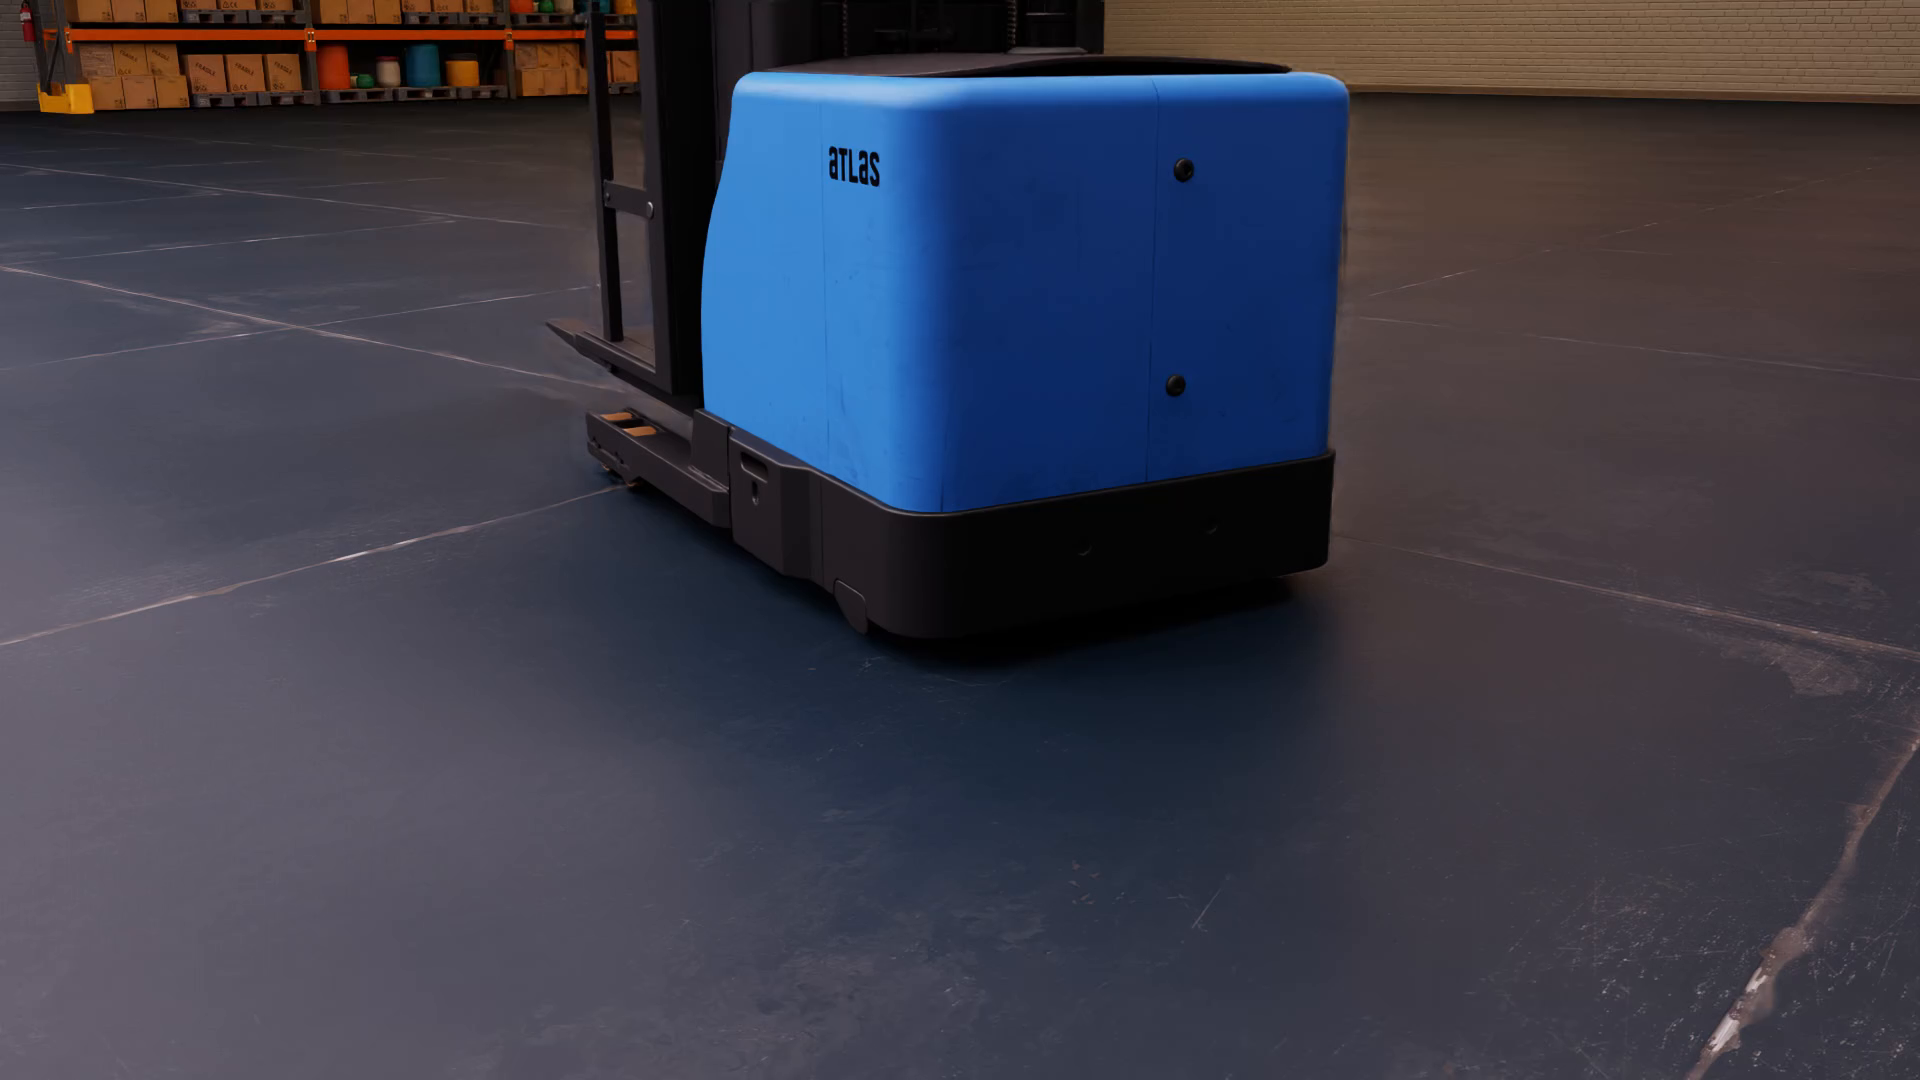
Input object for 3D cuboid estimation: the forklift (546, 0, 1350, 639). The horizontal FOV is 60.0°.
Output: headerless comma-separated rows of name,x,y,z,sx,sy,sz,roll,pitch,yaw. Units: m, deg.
forklift,-0.368,-1.596,4.153,1.130,2.935,3.031,-9,19,-28
